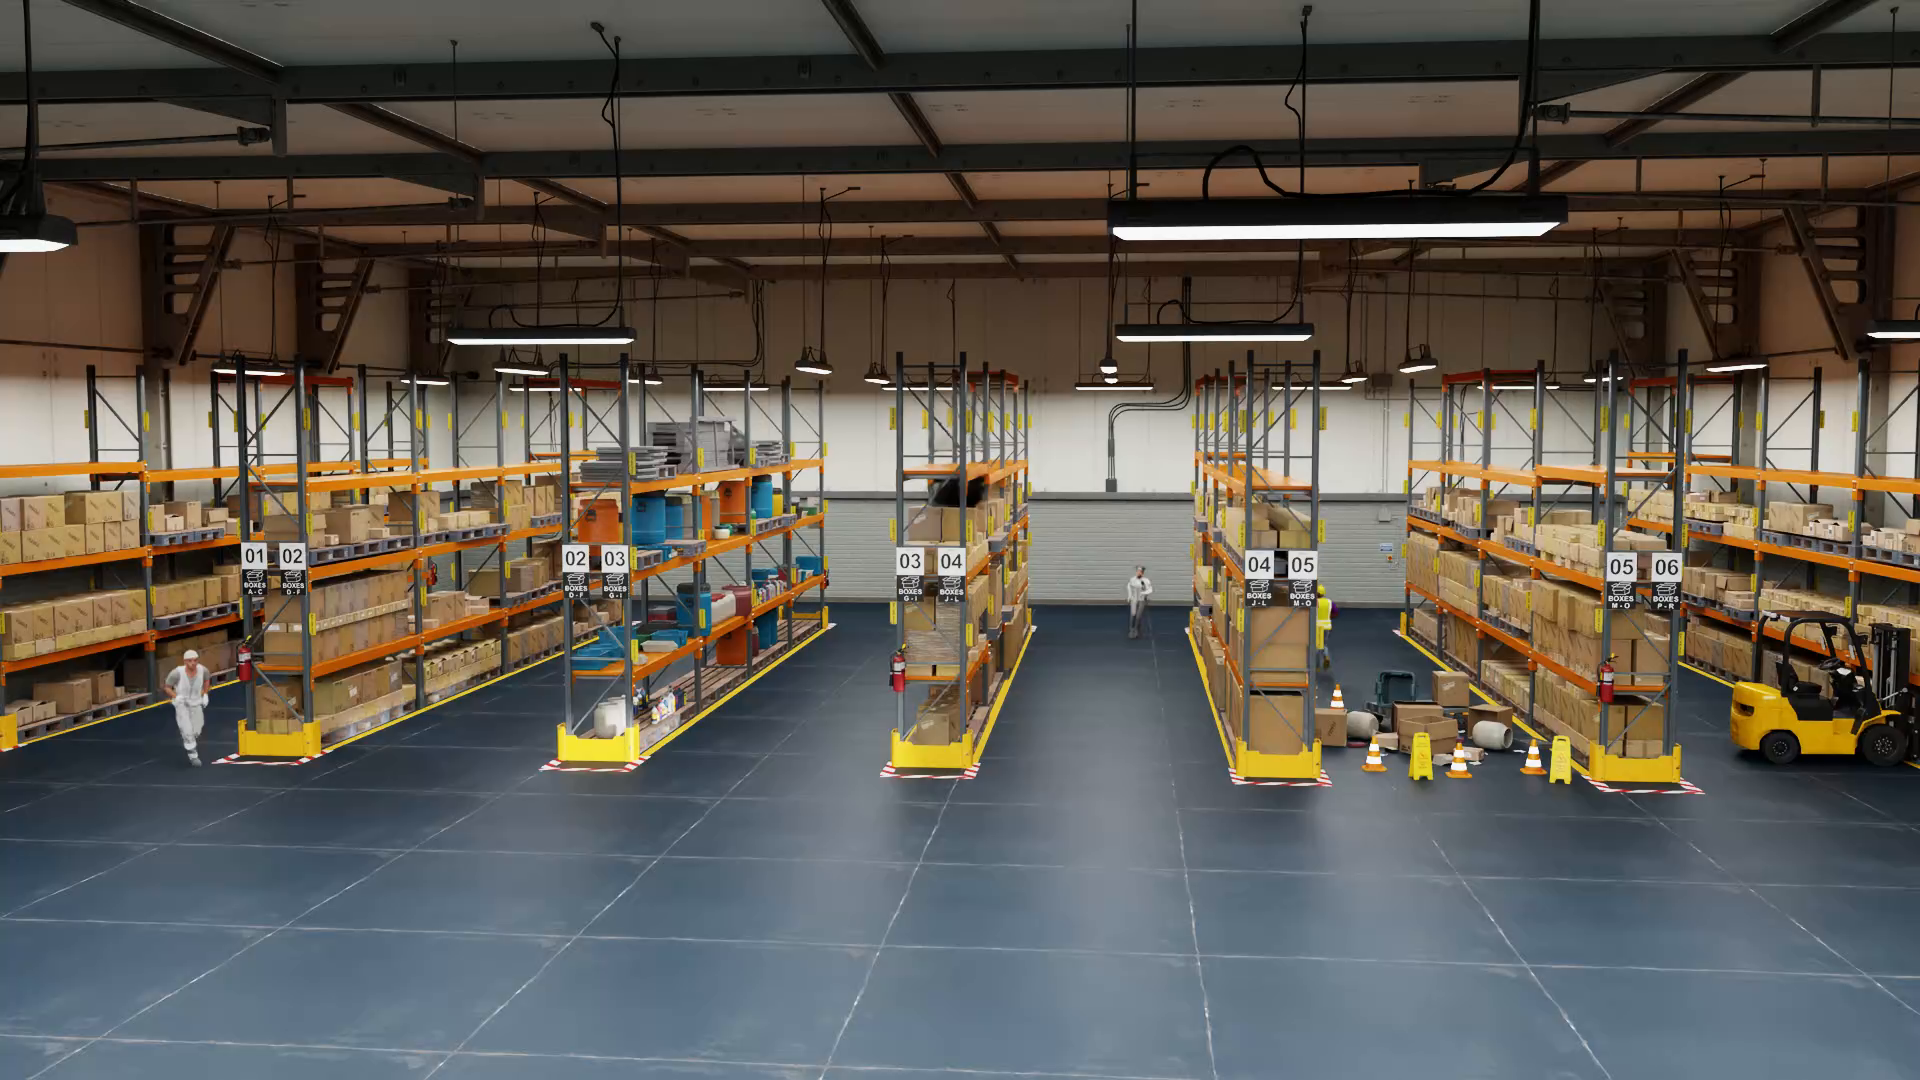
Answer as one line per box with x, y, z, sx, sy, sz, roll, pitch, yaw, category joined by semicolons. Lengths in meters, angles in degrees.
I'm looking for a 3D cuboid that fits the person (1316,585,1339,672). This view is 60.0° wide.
7.205;1.784;33.127;0.691;1.761;0.790;-1;4;-11;person

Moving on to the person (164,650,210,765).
-11.309;2.438;24.347;0.655;1.712;0.814;-3;5;-38;person

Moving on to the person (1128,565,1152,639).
4.150;1.420;38.433;0.600;1.692;0.679;1;4;13;person
